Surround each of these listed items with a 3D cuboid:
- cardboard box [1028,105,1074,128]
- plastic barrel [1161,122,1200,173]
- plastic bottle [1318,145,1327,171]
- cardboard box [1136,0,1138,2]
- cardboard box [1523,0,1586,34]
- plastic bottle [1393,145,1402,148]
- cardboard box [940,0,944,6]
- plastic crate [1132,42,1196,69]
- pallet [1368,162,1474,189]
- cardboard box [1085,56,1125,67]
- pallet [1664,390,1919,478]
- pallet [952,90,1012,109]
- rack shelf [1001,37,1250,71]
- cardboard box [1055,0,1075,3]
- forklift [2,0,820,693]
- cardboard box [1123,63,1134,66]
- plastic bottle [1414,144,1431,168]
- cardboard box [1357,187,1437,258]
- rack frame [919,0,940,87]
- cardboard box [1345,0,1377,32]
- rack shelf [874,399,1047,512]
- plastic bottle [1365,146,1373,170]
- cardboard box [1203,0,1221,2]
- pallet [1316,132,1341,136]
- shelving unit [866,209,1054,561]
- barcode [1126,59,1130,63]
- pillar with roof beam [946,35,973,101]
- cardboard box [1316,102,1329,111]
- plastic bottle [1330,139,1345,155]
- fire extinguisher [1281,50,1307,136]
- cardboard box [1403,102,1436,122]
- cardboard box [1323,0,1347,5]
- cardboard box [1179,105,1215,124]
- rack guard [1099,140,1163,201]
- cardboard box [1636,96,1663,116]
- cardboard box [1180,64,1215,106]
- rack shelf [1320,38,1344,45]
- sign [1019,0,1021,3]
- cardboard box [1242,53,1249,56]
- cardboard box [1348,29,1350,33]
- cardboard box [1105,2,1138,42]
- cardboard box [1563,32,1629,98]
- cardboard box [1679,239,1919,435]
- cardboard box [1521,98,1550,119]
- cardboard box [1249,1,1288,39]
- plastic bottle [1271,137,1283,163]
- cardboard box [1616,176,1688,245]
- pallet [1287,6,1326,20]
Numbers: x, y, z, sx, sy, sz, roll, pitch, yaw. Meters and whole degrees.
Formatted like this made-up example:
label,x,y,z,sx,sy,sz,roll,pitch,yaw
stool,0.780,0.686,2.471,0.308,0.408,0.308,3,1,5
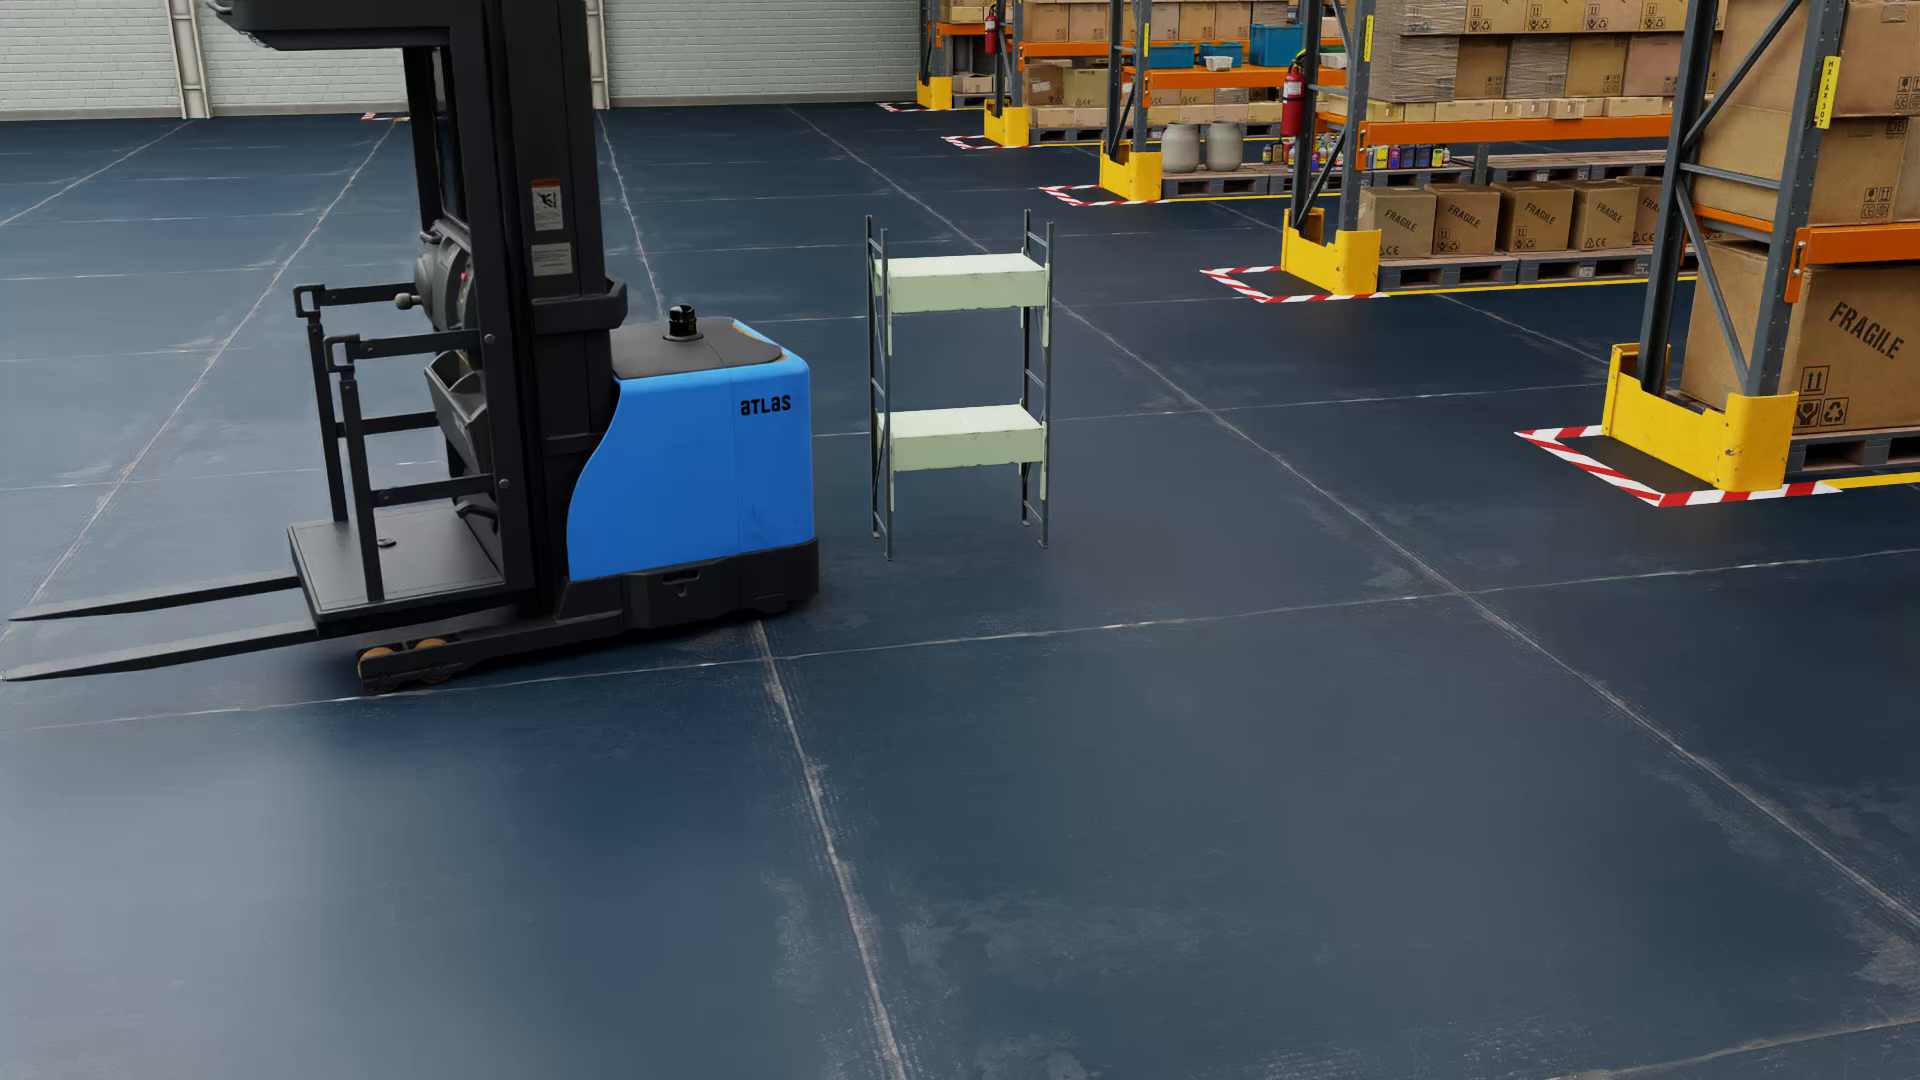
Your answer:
label,x,y,z,sx,sy,sz,roll,pitch,yaw
cardboard box,1.224,-5.714,22.440,0.500,0.250,0.500,-5,21,-12
plastic barrel,2.410,-4.289,18.168,0.421,0.512,0.421,0,20,0
plastic bottle,3.957,-4.174,18.175,0.097,0.271,0.097,0,20,0
cardboard box,2.336,-7.253,22.166,0.250,0.149,0.380,-5,21,-13
cardboard box,4.500,-4.210,12.914,0.500,0.500,0.500,-5,21,-12
plastic bottle,4.874,-4.311,18.543,0.135,0.276,0.152,-5,21,-12
cardboard box,-0.082,-8.898,26.842,0.500,0.500,0.500,-5,21,-13
plastic crate,2.206,-5.252,18.007,0.616,0.251,0.499,-5,21,-12
pallet,5.017,-4.150,18.837,1.213,0.211,1.003,-5,21,-12
cardboard box,2.400,-7.752,27.611,0.500,0.500,0.500,-6,21,-17
pallet,4.730,-0.636,9.244,1.213,0.211,1.003,-5,21,-12
pallet,0.380,-7.247,27.292,1.213,0.211,1.003,-5,21,-12
rack shelf,2.598,-6.661,22.683,4.000,0.370,1.077,-5,21,-12
cardboard box,1.339,-7.173,21.946,0.250,0.149,0.380,-5,21,-14
forklift,-2.147,-1.010,6.310,3.031,2.935,1.130,-10,22,-25
cardboard box,2.561,-6.364,23.123,0.500,0.500,0.500,-5,21,-12
plastic bottle,5.120,-4.314,18.442,0.185,0.351,0.144,-5,21,-14
cardboard box,3.539,-2.591,13.551,0.500,0.500,0.500,-1,20,-2
rack frame,-0.492,-8.498,26.653,0.127,3.000,1.000,-5,21,-12
cardboard box,3.406,-4.306,13.178,0.500,0.500,0.500,-5,21,-12
rack shelf,-0.006,-0.398,7.667,0.720,0.370,0.431,-5,21,-12
plastic bottle,4.460,-4.226,18.312,0.135,0.276,0.152,-4,21,-11
cardboard box,3.338,-7.335,22.390,0.250,0.149,0.380,-5,21,-13
pallet,5.252,-5.919,23.666,1.213,0.211,1.003,-5,21,-12
shelving unit,-0.006,-0.704,7.555,0.755,1.500,0.431,-5,21,-12
barcode,2.820,-8.035,27.919,0.075,0.075,0.001,-5,21,-12
pillar with roof beam,0.981,-10.219,22.629,0.400,9.000,9.100,-5,21,-12
cardboard box,4.993,-6.012,23.253,0.500,0.250,0.500,-5,21,-14
plastic bottle,4.260,-4.405,18.799,0.135,0.276,0.152,-5,21,-12
fire extinguisher,2.710,-3.633,13.484,0.183,0.674,0.296,-5,21,-12
cardboard box,3.507,-3.362,12.997,0.250,0.149,0.380,-5,21,-12
cardboard box,6.300,-9.291,28.032,0.500,0.500,0.700,-7,21,-18
cardboard box,3.171,-5.872,22.872,0.500,0.250,0.500,-5,21,-12
rack guard,1.851,-4.030,18.089,0.348,0.500,1.175,-5,21,-12
cardboard box,5.450,-3.525,13.442,0.250,0.149,0.380,-5,21,-12
cardboard box,3.168,-6.229,22.754,0.500,0.500,0.500,-5,21,-12
rack shelf,6.490,-6.977,23.547,4.000,0.370,1.077,-5,21,-12
sign,0.773,-7.098,21.456,0.005,0.325,0.100,-5,21,-12
cardboard box,4.541,-8.300,28.015,0.500,0.250,0.500,-5,21,-14
cardboard box,5.453,-7.041,23.039,0.250,0.149,0.380,-5,21,-12
cardboard box,2.103,-7.000,22.419,0.500,0.500,0.700,-5,21,-12
cardboard box,4.913,-3.886,13.483,0.500,0.500,0.875,-5,21,-12
cardboard box,4.615,-1.131,9.020,0.875,0.875,0.875,-5,21,-12
cardboard box,4.474,-3.450,13.237,0.250,0.149,0.380,-5,21,-12
cardboard box,4.114,-7.167,22.872,0.500,0.500,0.700,-5,21,-14
plastic bottle,3.583,-4.421,18.831,0.133,0.283,0.061,-4,21,-11
cardboard box,5.866,-2.798,14.115,0.500,0.500,0.500,2,20,5
pallet,5.376,-8.871,27.949,1.213,0.211,1.003,-5,21,-12
